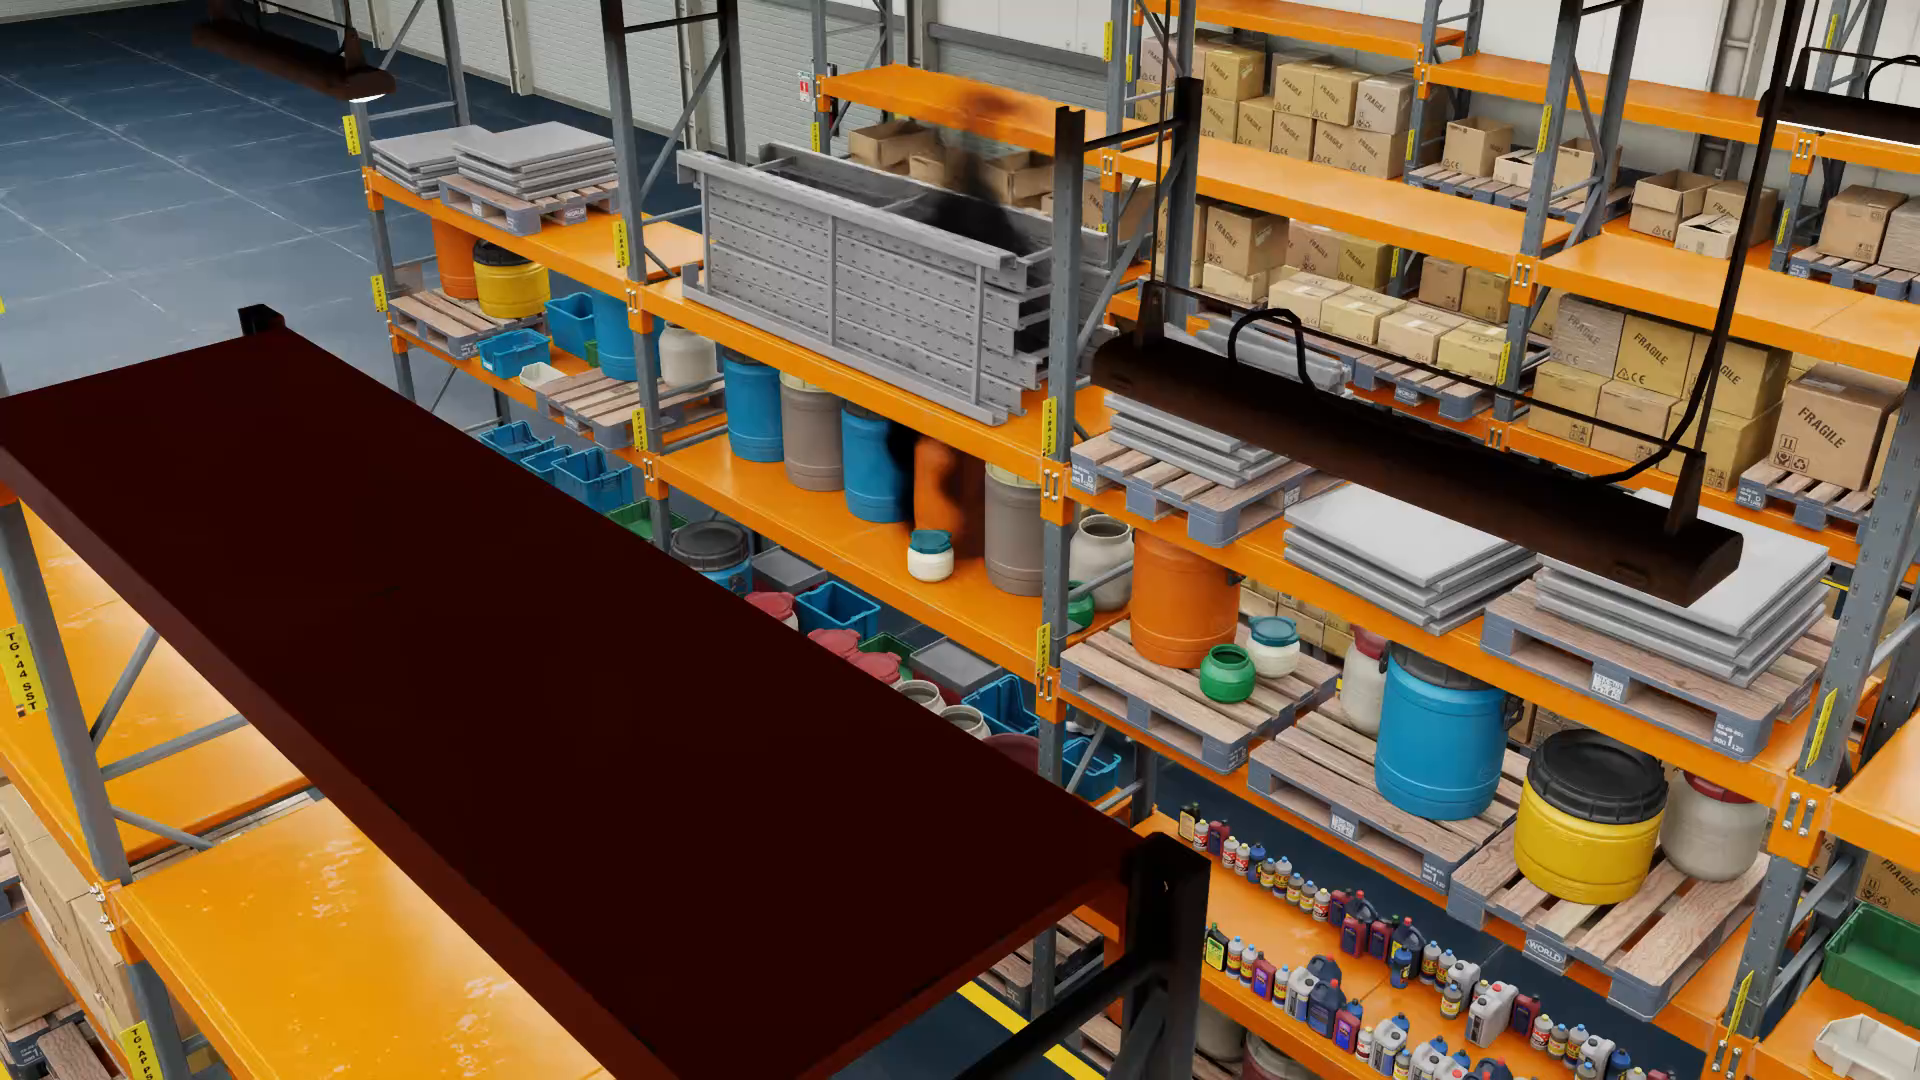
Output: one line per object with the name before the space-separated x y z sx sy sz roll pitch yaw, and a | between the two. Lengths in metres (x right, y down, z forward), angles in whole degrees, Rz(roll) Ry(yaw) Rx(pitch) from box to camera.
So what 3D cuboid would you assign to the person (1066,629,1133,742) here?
person | 1.203 0.945 13.388 0.812 1.644 0.549 18 33 30
